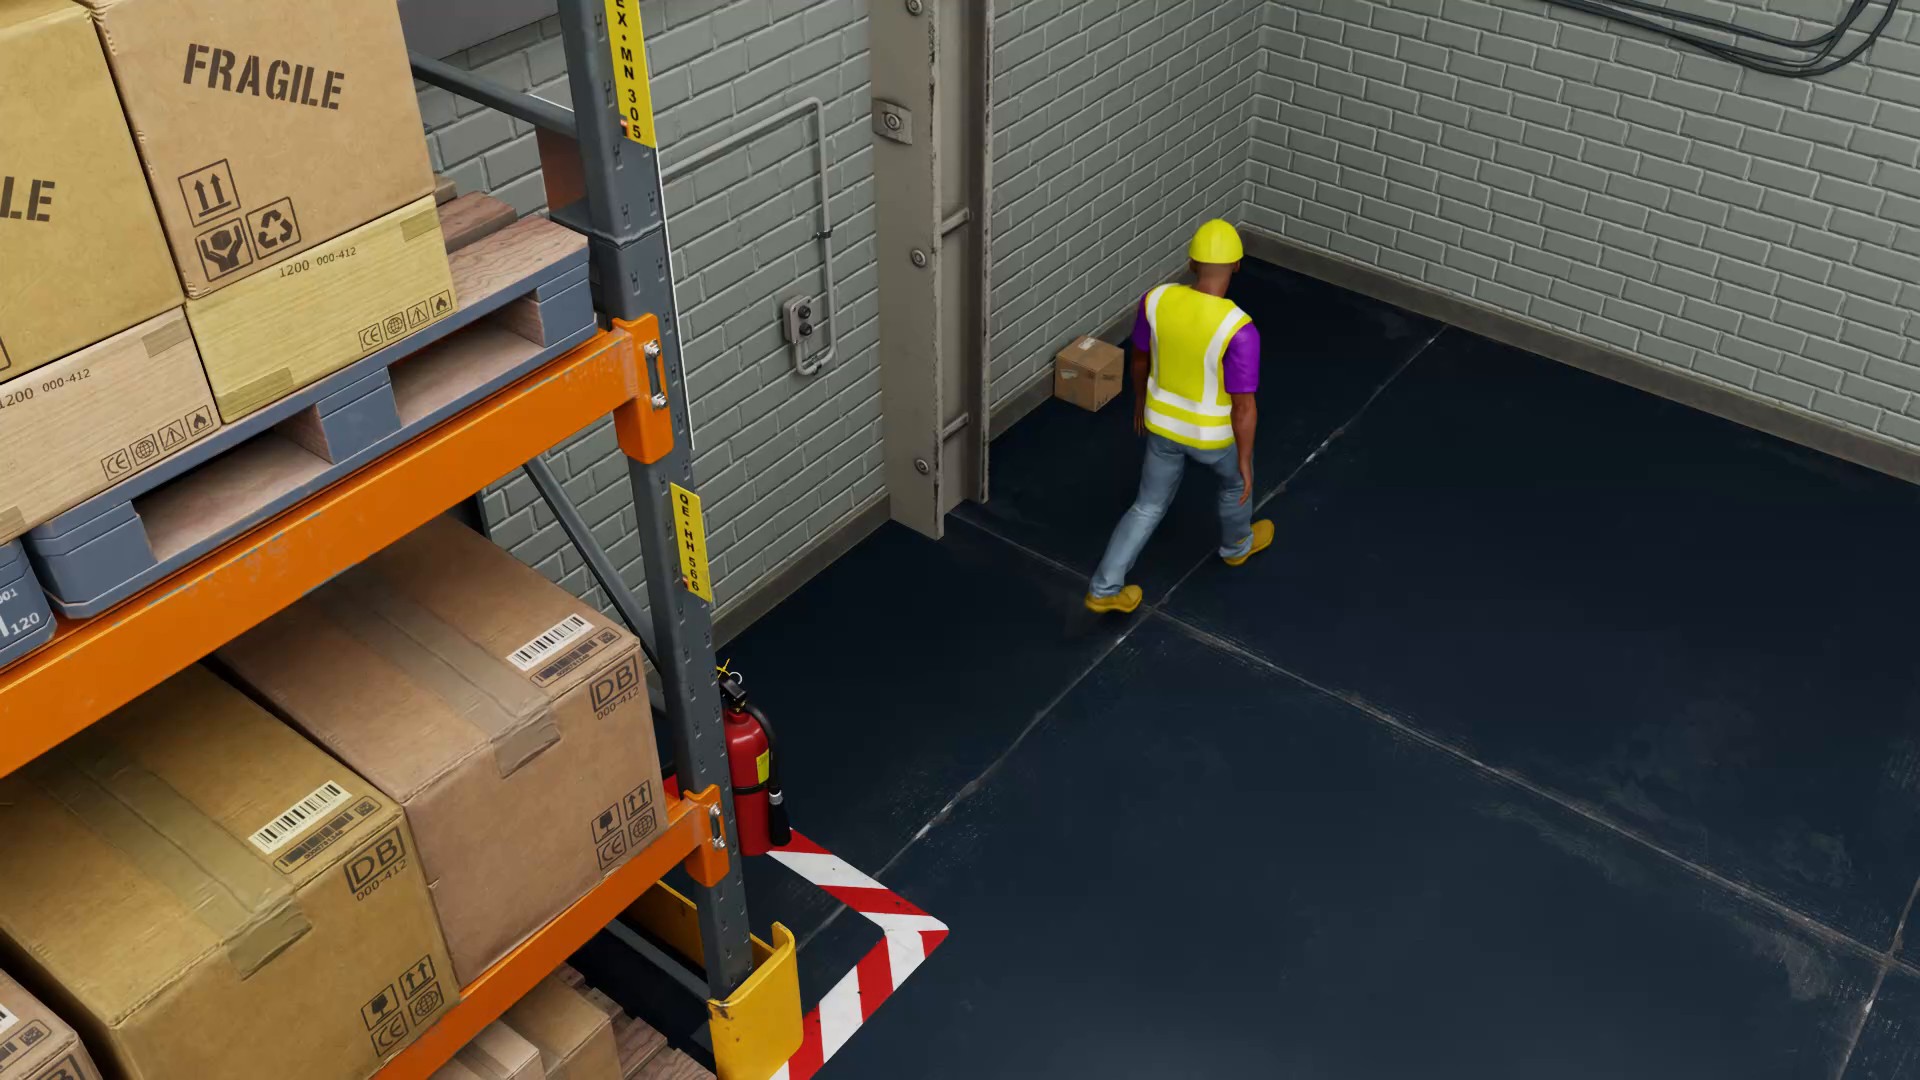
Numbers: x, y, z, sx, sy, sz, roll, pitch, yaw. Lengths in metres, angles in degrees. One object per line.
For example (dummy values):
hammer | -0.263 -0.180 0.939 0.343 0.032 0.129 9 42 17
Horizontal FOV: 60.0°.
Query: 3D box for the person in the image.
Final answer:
person | 0.962 -0.471 6.754 0.670 1.720 1.080 26 45 28
